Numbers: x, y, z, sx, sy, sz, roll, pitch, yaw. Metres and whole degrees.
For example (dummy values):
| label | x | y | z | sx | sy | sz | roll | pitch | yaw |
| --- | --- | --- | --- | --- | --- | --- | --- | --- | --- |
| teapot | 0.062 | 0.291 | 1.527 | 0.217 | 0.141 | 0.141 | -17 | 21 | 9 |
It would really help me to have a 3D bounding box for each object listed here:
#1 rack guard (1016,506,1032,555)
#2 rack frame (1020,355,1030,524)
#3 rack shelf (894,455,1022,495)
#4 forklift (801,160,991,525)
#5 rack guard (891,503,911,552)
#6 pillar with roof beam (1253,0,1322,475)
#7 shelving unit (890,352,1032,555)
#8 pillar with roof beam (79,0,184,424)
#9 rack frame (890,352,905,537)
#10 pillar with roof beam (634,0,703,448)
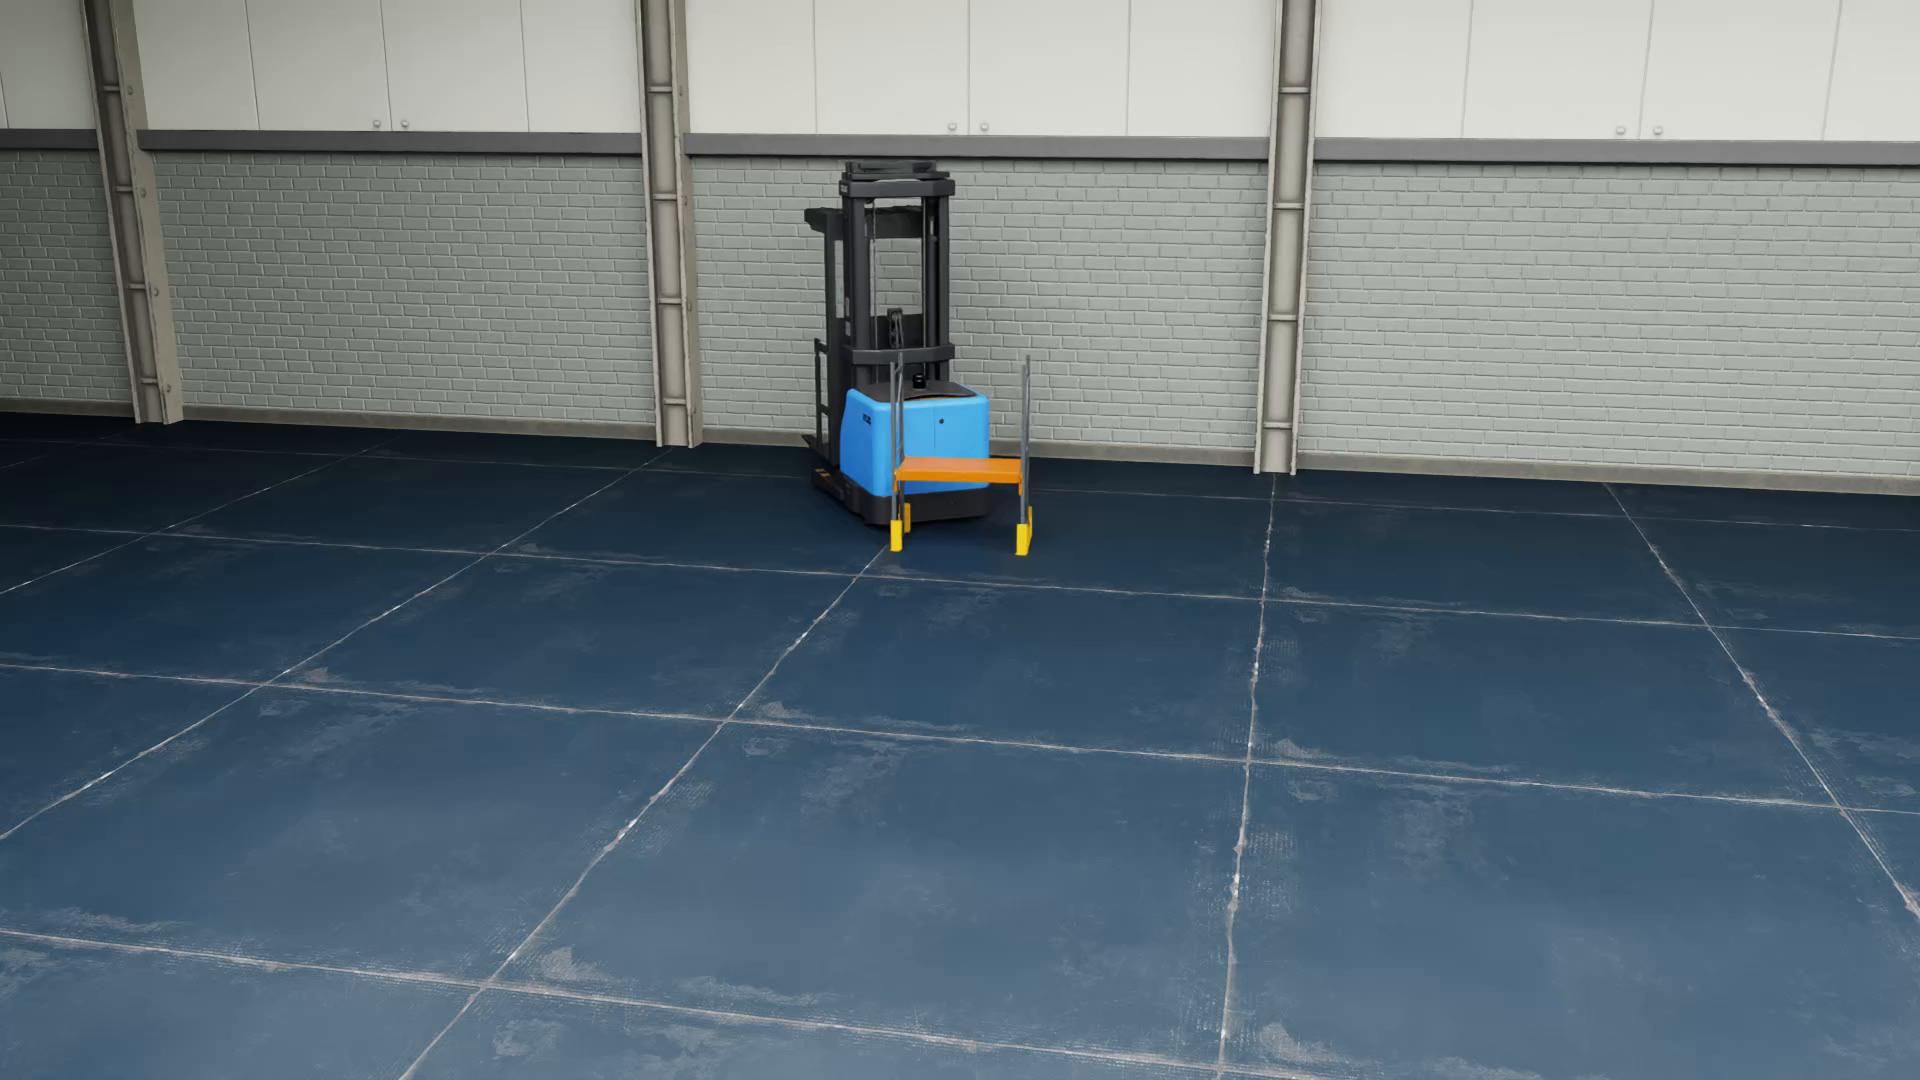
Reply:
| label | x | y | z | sx | sy | sz | roll | pitch | yaw |
| --- | --- | --- | --- | --- | --- | --- | --- | --- | --- |
| rack guard | 0.514 | -0.077 | 13.303 | 0.087 | 0.250 | 0.587 | 2 | 16 | 6 |
| rack frame | 0.515 | -0.680 | 13.136 | 0.032 | 1.500 | 0.500 | 2 | 16 | 6 |
| rack shelf | 0.010 | -0.520 | 13.235 | 1.000 | 0.185 | 0.538 | 2 | 16 | 6 |
| forklift | -0.725 | -1.885 | 14.808 | 1.130 | 2.935 | 3.031 | -6 | 16 | -19 |
| rack guard | -0.477 | -0.105 | 13.403 | 0.087 | 0.250 | 0.587 | 2 | 16 | 6 |
| pillar with roof beam | 2.153 | -3.876 | 10.627 | 0.400 | 9.000 | 9.100 | 3 | 16 | 11 |
| shelving unit | 0.019 | -0.694 | 13.186 | 1.083 | 1.500 | 0.587 | 2 | 16 | 6 |
| pillar with roof beam | -9.607 | -4.514 | 12.931 | 0.400 | 9.000 | 9.100 | 3 | 16 | 11 |
| rack frame | -0.496 | -0.708 | 13.238 | 0.032 | 1.500 | 0.500 | 2 | 16 | 6 |
| pillar with roof beam | -3.727 | -4.195 | 11.779 | 0.400 | 9.000 | 9.100 | 3 | 16 | 11 |
